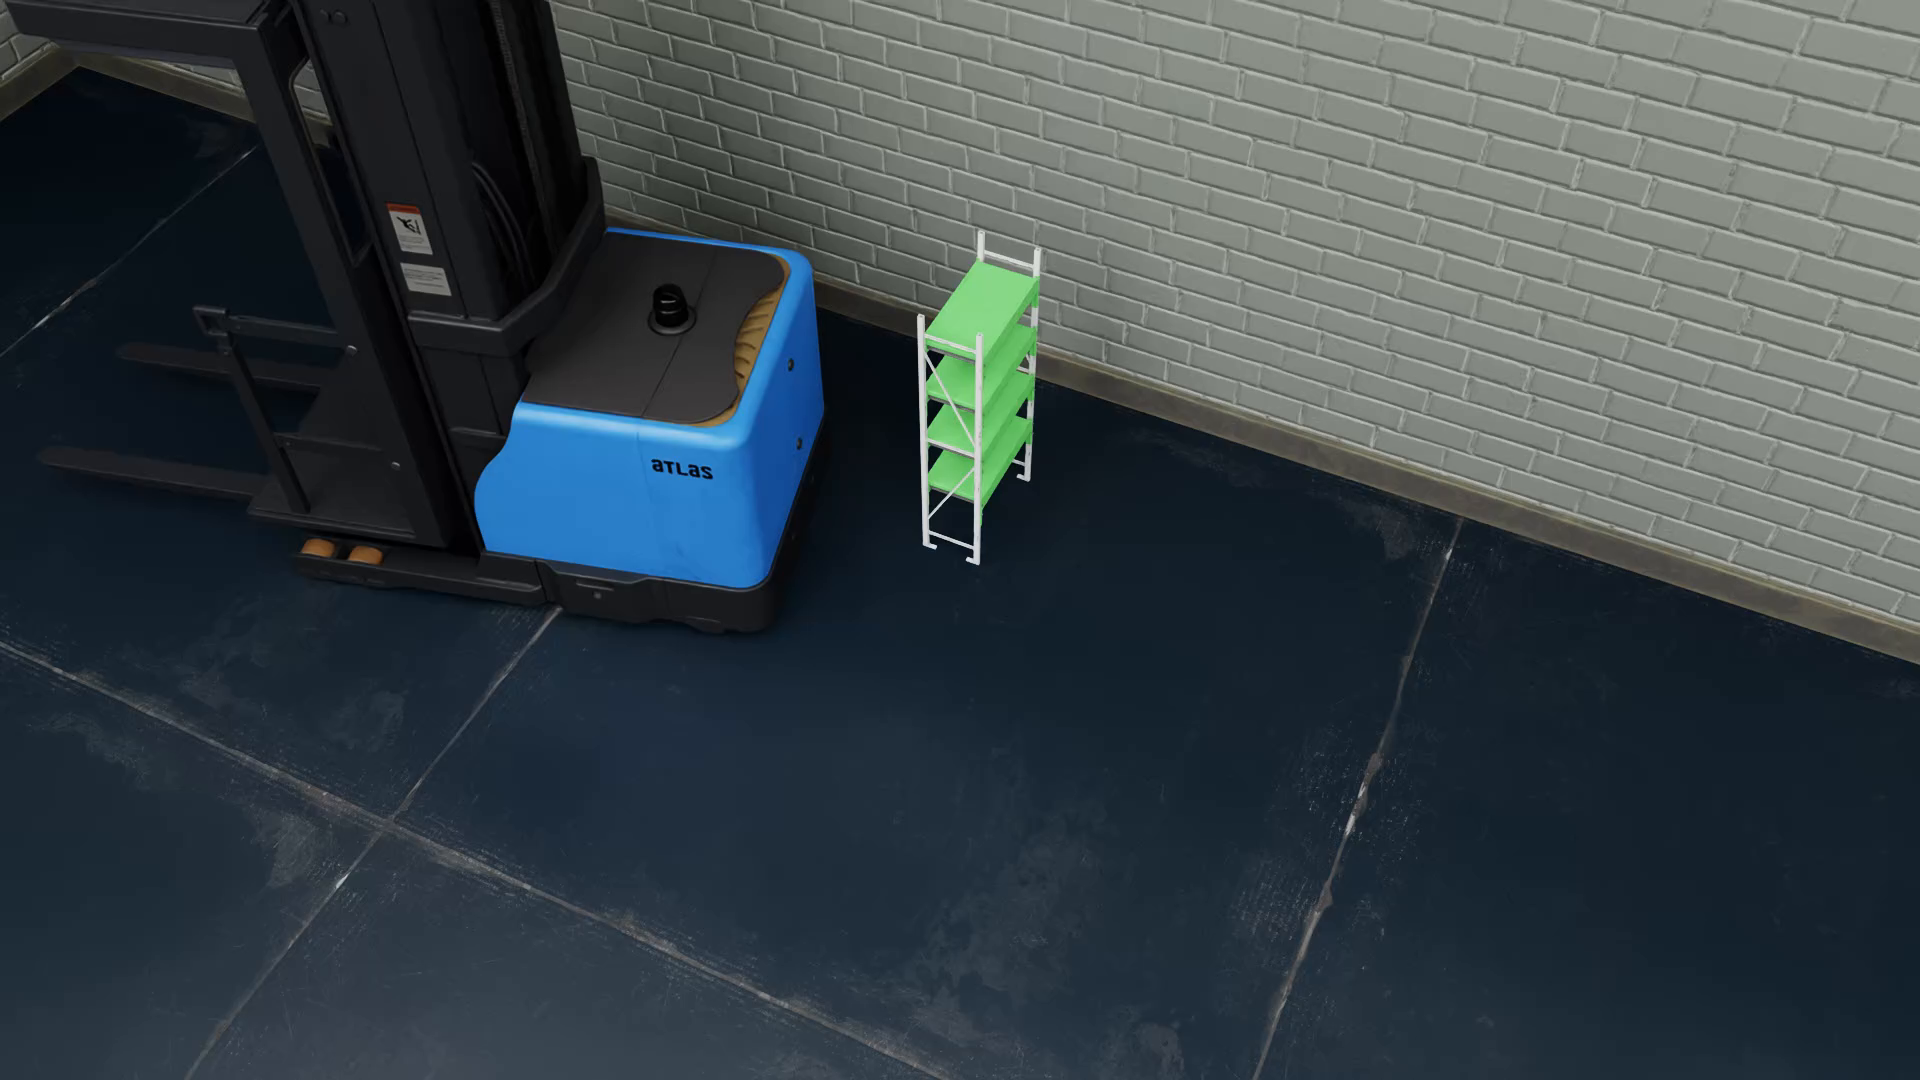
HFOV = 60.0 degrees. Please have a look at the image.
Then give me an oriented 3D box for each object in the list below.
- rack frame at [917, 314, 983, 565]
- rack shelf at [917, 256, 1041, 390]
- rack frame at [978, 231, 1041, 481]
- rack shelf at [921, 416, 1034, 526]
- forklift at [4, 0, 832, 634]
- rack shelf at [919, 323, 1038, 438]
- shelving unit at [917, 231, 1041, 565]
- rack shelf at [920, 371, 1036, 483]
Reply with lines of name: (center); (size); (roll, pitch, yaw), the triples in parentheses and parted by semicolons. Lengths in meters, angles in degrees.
rack frame: (-0.034, -0.335, 6.062); (0.240, 1.200, 0.015); (20, 52, 16)
rack shelf: (0.071, -0.772, 5.888); (0.258, 0.148, 0.480); (20, 52, 16)
rack frame: (0.175, -0.671, 6.348); (0.240, 1.200, 0.015); (20, 52, 16)
rack shelf: (0.071, -0.306, 6.437); (0.258, 0.148, 0.480); (20, 52, 16)
forklift: (-2.092, -1.158, 5.626); (3.031, 2.935, 1.130); (8, 50, 7)
rack shelf: (0.071, -0.617, 6.071); (0.258, 0.148, 0.480); (20, 52, 16)
shelving unit: (0.071, -0.503, 6.205); (0.258, 1.200, 0.503); (20, 52, 16)
rack shelf: (0.071, -0.461, 6.254); (0.258, 0.148, 0.480); (20, 52, 16)
